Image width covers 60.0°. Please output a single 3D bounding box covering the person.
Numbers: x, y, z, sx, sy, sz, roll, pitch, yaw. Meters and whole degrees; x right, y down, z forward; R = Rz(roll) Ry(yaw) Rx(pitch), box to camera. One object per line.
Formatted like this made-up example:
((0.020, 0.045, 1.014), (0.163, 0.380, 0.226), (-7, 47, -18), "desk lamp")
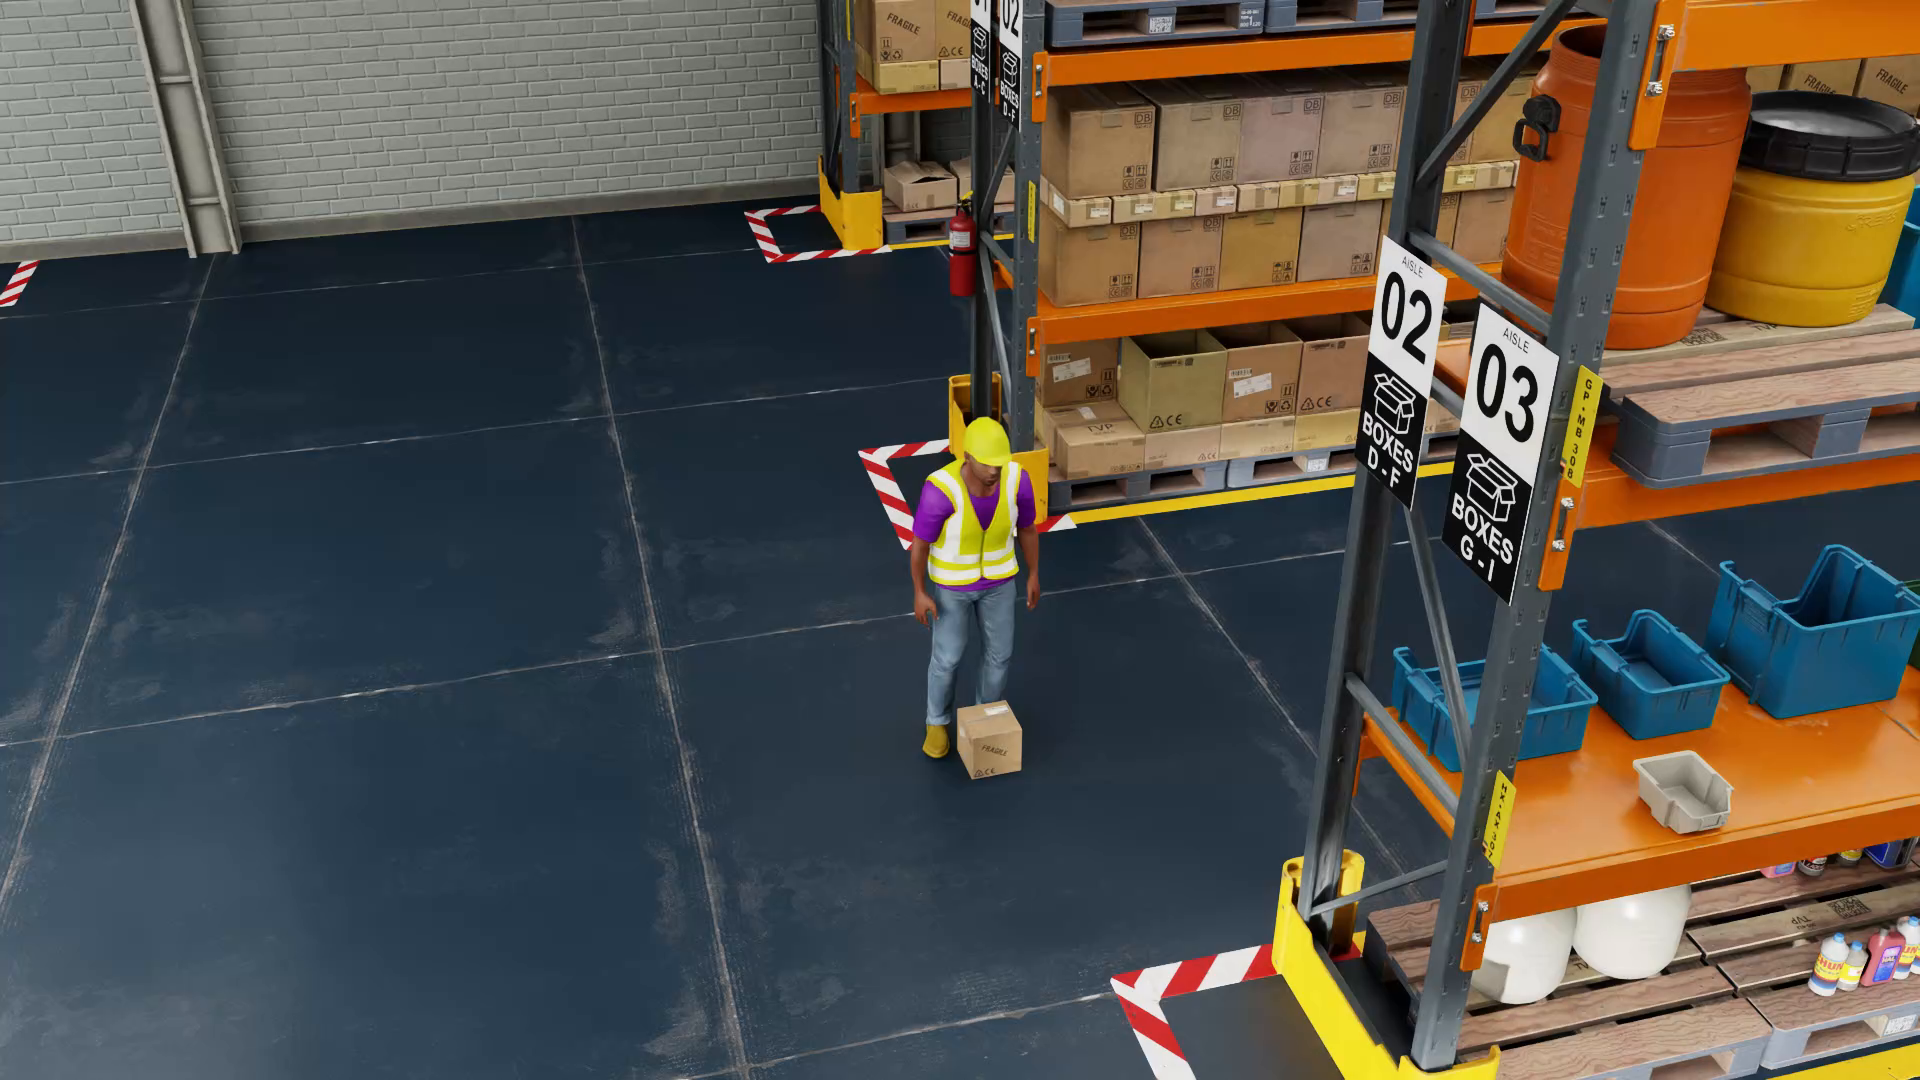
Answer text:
((0.078, 0.205, 7.867), (0.638, 1.761, 0.457), (-9, 31, -15), "person")
